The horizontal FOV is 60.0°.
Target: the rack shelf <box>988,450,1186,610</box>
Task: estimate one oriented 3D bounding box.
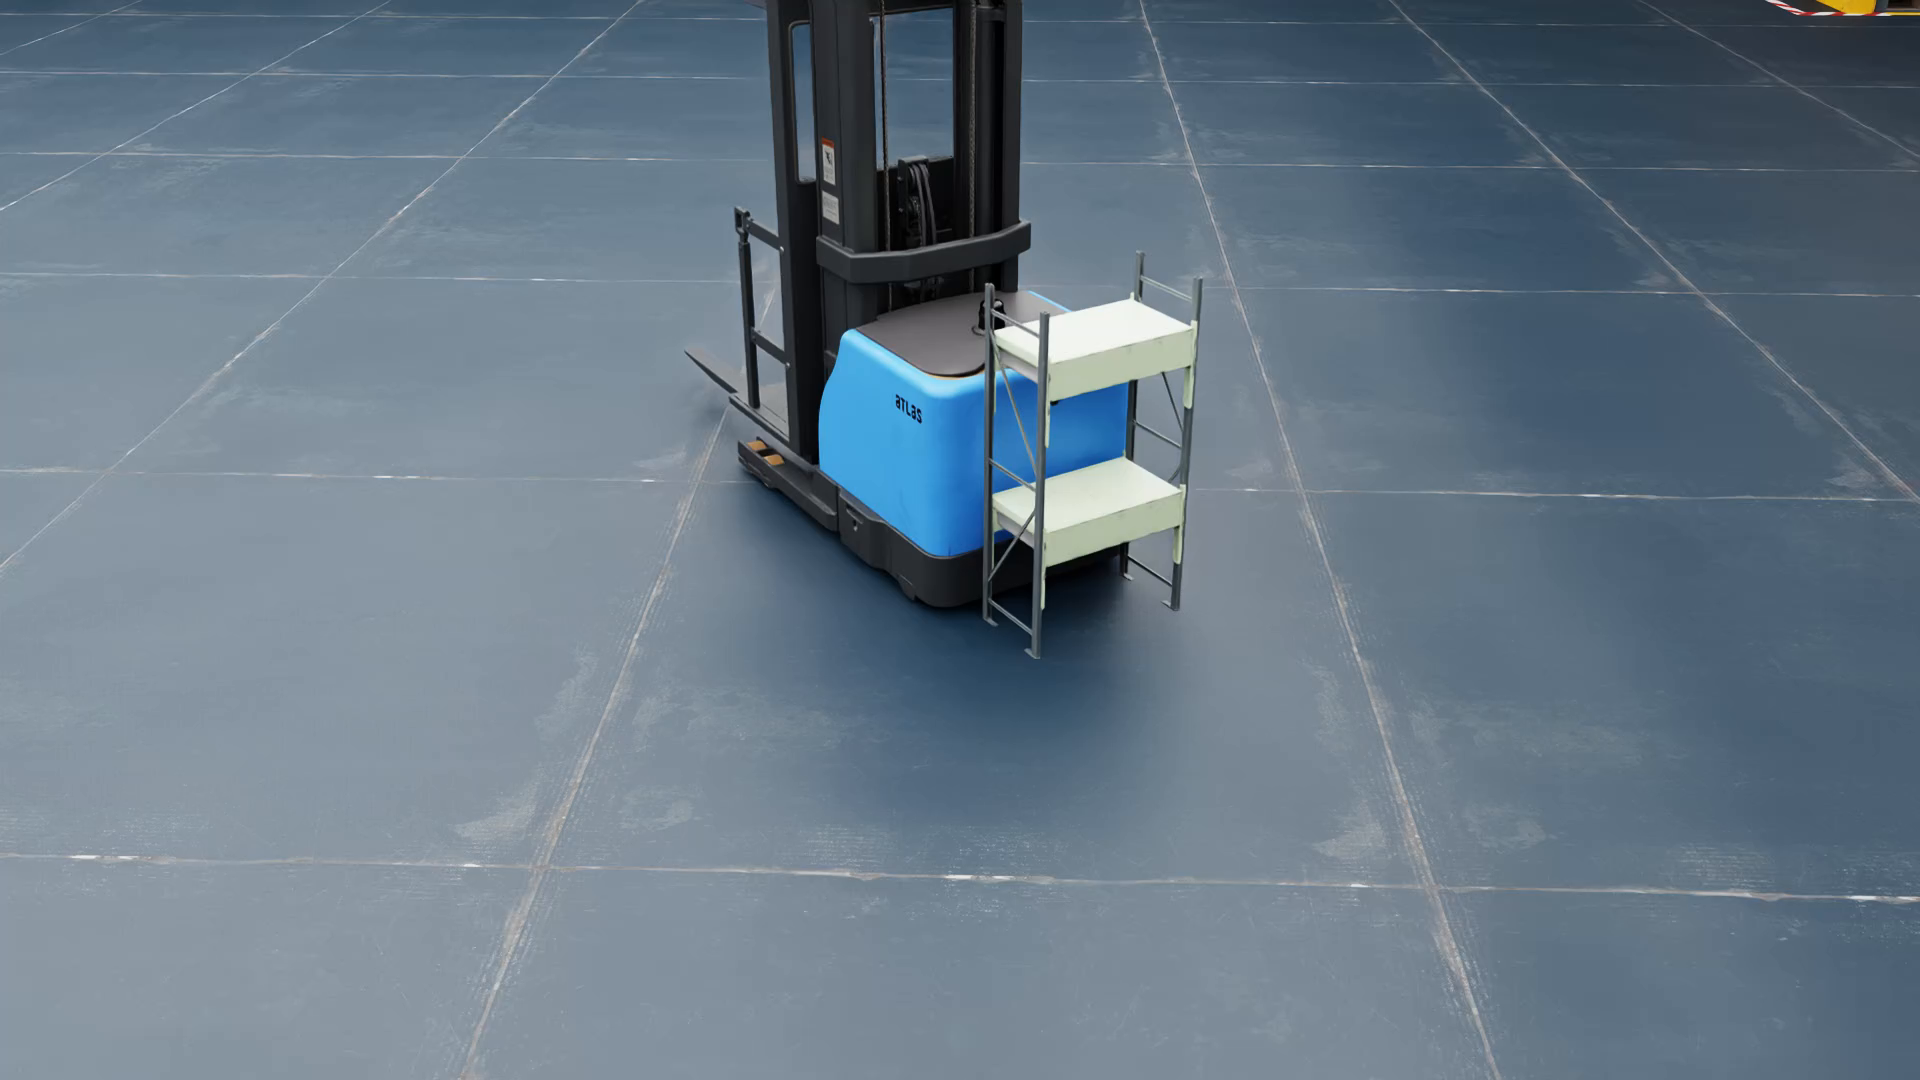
[{"bbox_3d":[0.522,-0.054,6.947,0.720,0.370,0.431,-17,32,-28],"label":"rack shelf"}]

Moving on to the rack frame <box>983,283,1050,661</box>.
[{"bbox_3d":[0.214,-0.250,6.619,0.023,1.500,0.400,-17,32,-28],"label":"rack frame"}]

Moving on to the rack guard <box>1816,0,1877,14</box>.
[{"bbox_3d":[10.437,-6.583,19.635,0.348,0.500,1.175,1,28,2],"label":"rack guard"}]

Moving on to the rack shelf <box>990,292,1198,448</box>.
[{"bbox_3d":[0.522,-0.687,6.611,0.720,0.370,0.431,-17,32,-28],"label":"rack shelf"}]

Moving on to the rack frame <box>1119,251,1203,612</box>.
[{"bbox_3d":[0.830,-0.435,6.968,0.023,1.500,0.400,-17,32,-28],"label":"rack frame"}]

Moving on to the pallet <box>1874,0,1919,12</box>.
[{"bbox_3d":[11.227,-6.462,19.715,1.213,0.211,1.003,1,28,2],"label":"pallet"}]

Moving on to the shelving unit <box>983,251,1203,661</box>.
[{"bbox_3d":[0.522,-0.342,6.794,0.755,1.500,0.431,-17,32,-28],"label":"shelving unit"}]

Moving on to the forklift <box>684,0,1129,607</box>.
[{"bbox_3d":[-0.458,-1.656,7.745,1.130,2.935,3.031,-16,32,-28],"label":"forklift"}]
